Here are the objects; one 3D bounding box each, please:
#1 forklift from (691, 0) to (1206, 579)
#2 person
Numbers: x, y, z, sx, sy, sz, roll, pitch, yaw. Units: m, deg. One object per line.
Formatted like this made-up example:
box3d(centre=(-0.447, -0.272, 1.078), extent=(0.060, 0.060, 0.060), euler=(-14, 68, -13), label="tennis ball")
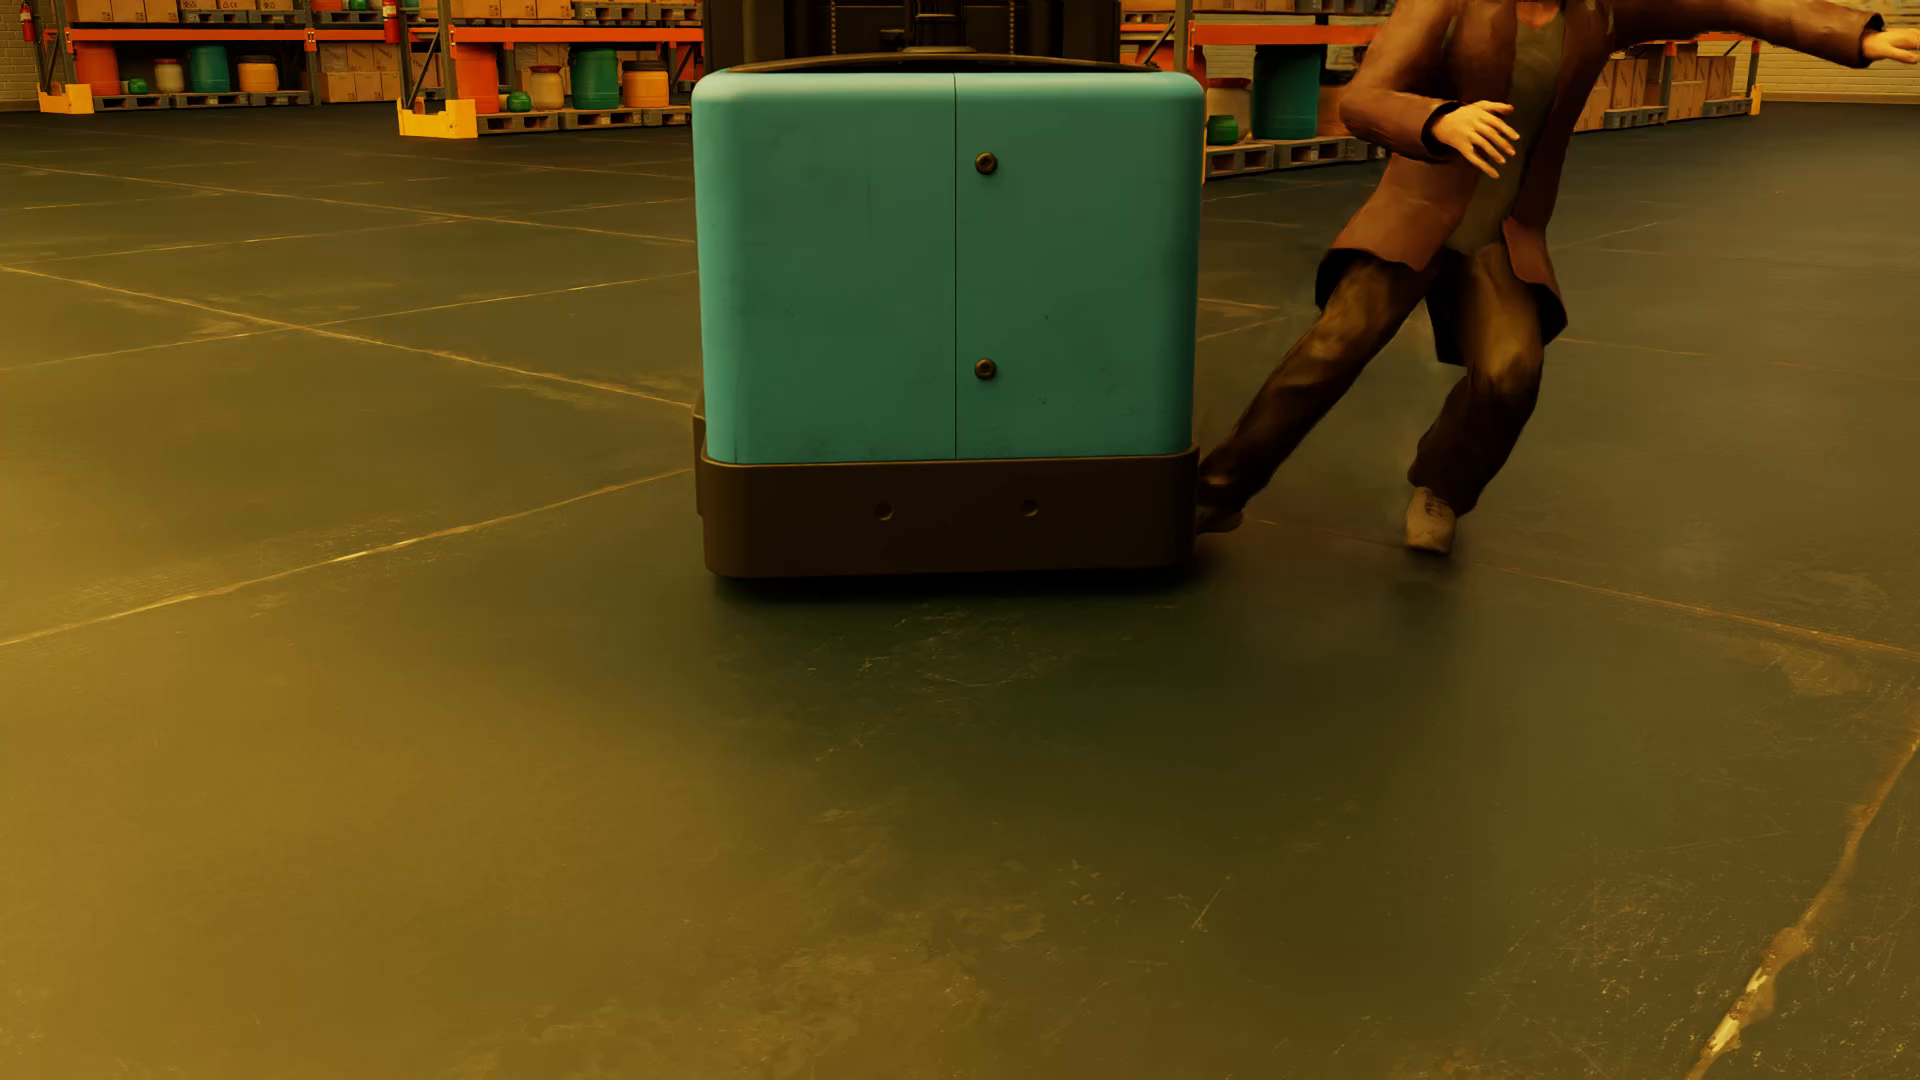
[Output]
box3d(centre=(-0.147, -1.703, 4.506), extent=(1.130, 2.935, 3.031), euler=(-2, 17, -5), label="forklift")
box3d(centre=(1.151, -0.675, 3.597), extent=(1.617, 1.498, 0.804), euler=(-2, 17, -7), label="person")
